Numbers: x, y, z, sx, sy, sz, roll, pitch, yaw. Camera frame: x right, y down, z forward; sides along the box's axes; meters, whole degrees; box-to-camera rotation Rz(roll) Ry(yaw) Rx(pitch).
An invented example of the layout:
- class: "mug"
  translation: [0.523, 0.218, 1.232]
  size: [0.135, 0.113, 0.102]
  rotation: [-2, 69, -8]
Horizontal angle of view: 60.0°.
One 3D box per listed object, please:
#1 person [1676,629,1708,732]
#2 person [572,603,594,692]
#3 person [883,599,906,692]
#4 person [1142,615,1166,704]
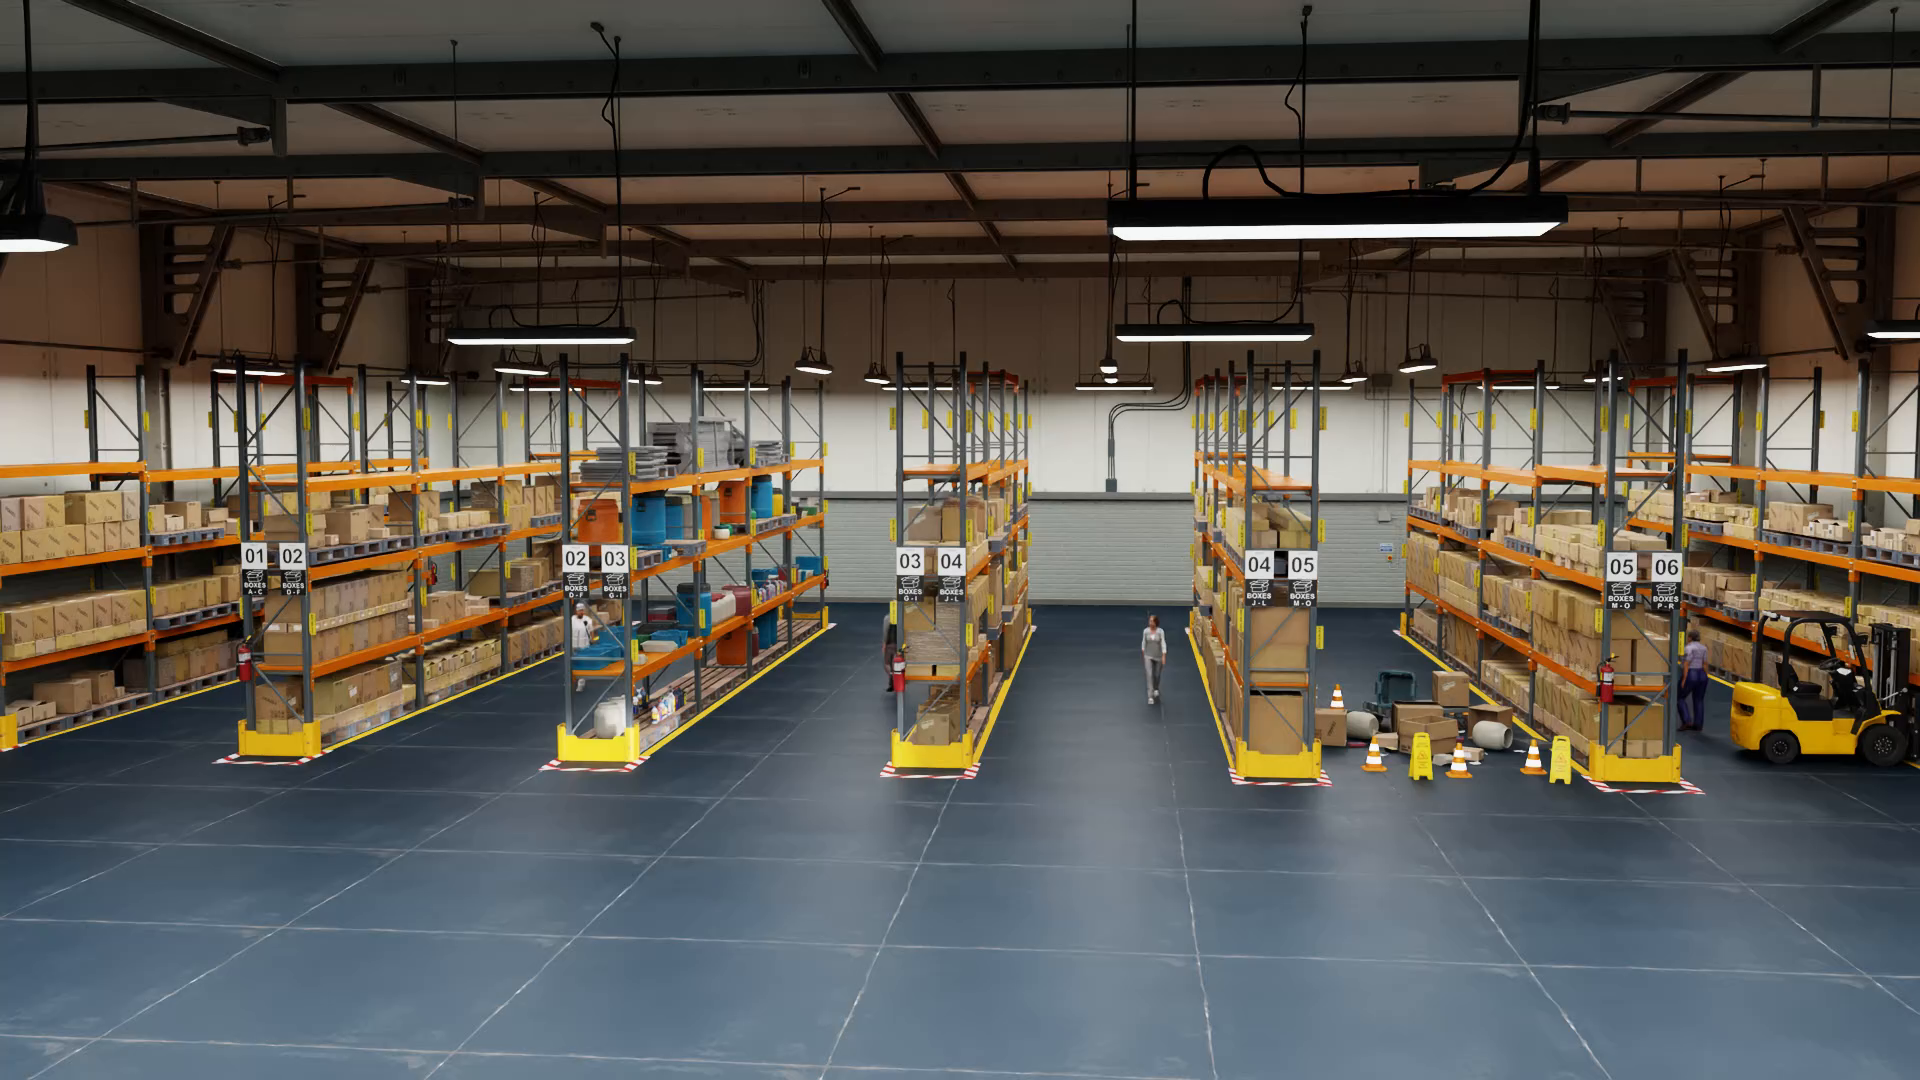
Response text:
- class: "person"
  translation: [11.871, 2.290, 26.945]
  size: [0.526, 1.695, 0.381]
  rotation: [-1, 4, -20]
- class: "person"
  translation: [-7.090, 1.976, 31.063]
  size: [0.481, 1.597, 1.043]
  rotation: [0, 4, 5]
- class: "person"
  translation: [-1.150, 1.959, 30.697]
  size: [0.560, 1.724, 0.465]
  rotation: [-2, 4, -21]
- class: "person"
  translation: [3.461, 2.104, 29.670]
  size: [0.430, 1.538, 0.971]
  rotation: [0, 4, 4]
